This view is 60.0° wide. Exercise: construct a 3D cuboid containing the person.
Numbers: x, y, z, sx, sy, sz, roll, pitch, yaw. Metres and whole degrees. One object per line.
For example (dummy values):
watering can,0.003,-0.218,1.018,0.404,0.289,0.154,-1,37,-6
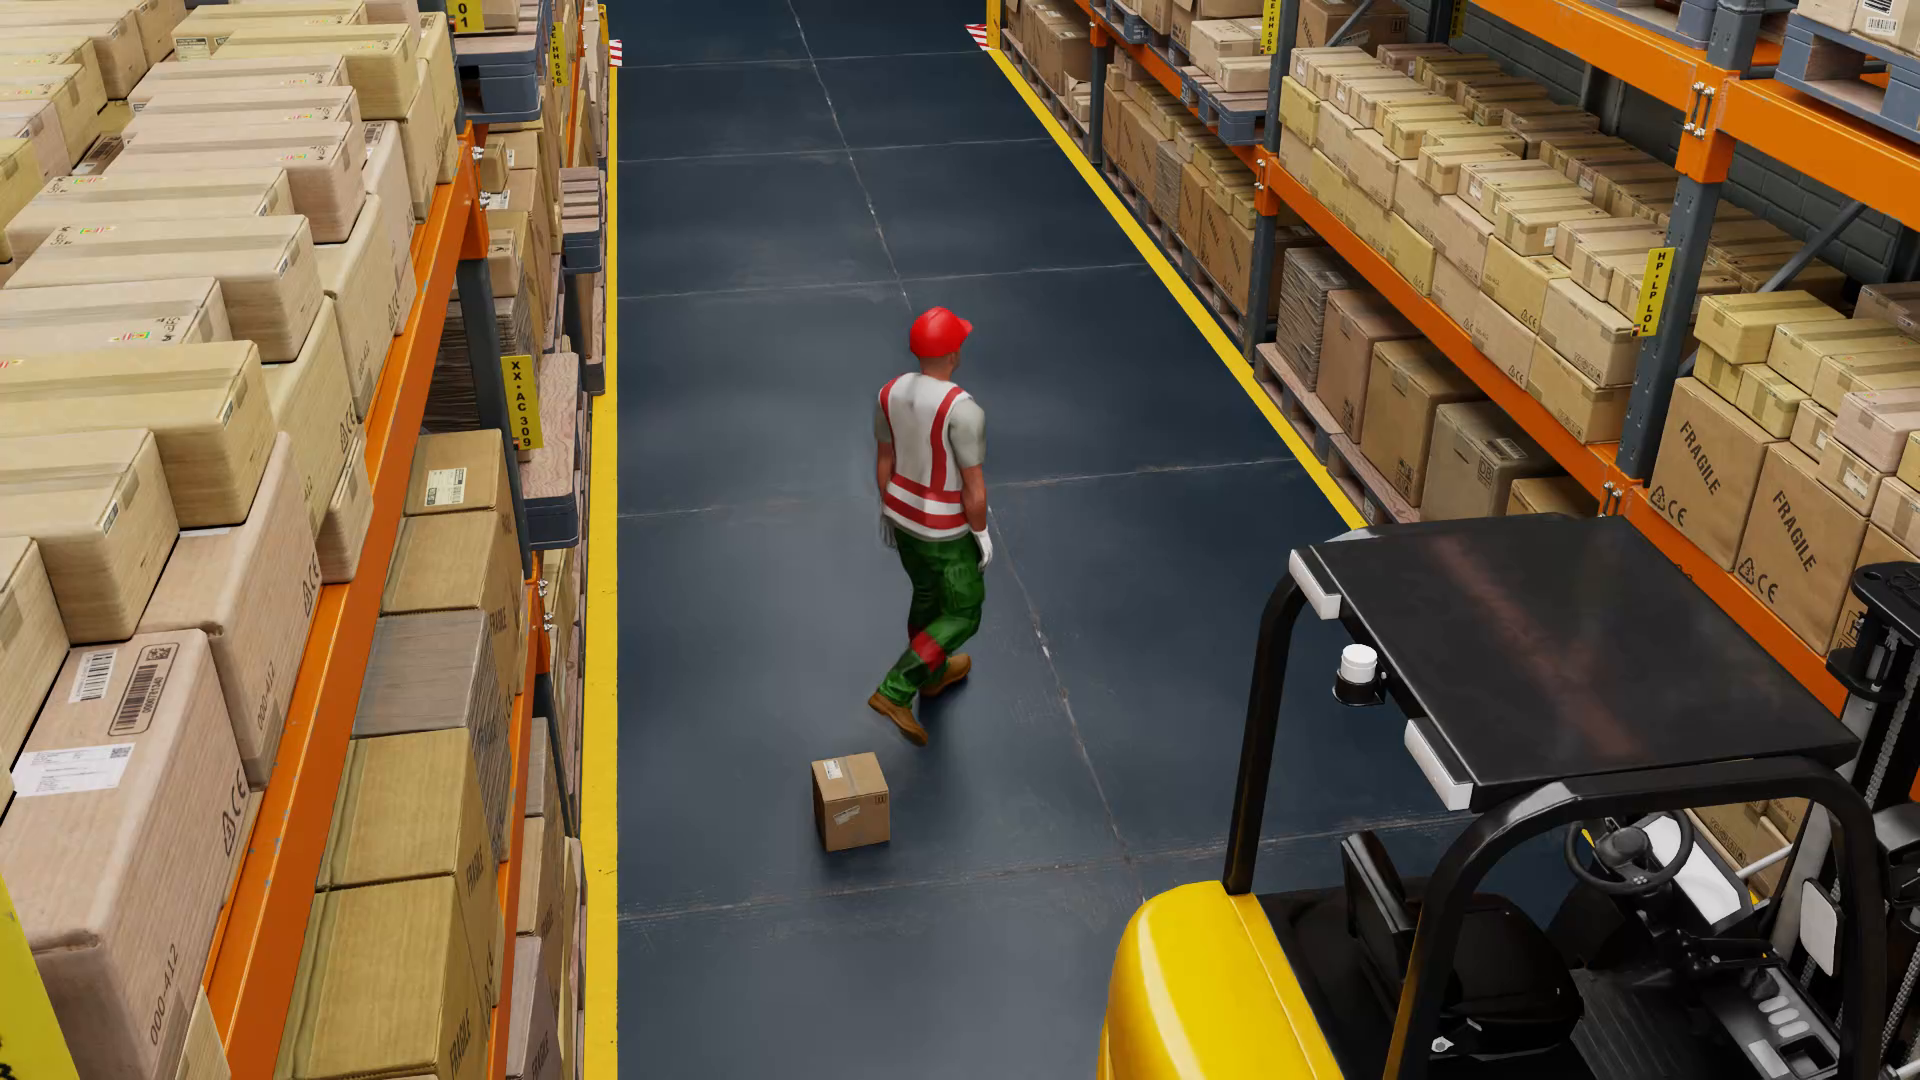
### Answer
person,-0.163,-0.033,6.635,0.582,1.783,0.776,27,40,37
